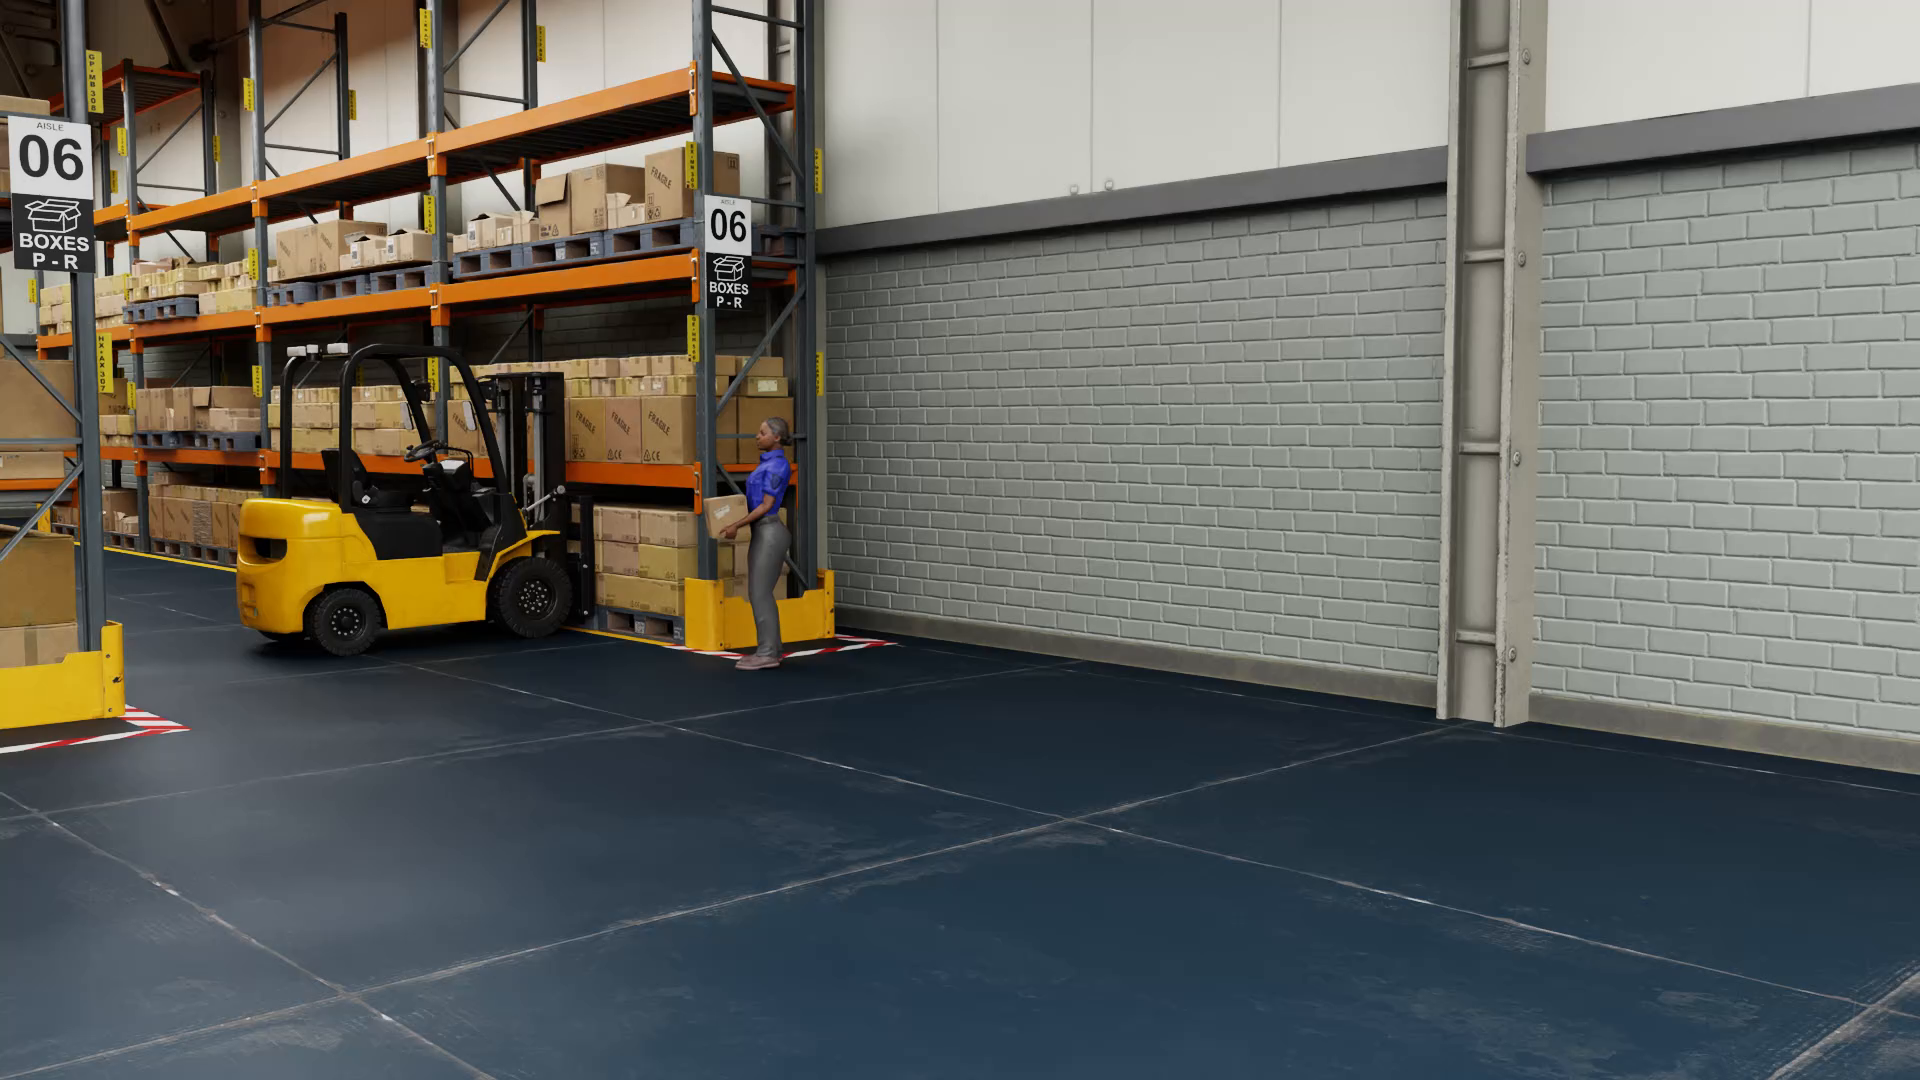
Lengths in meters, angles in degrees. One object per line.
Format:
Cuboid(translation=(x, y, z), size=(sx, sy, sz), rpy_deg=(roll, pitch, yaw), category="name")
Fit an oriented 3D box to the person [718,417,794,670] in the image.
Cuboid(translation=(-1.344, 0.017, 10.915), size=(0.516, 1.648, 0.451), rpy_deg=(-1, 4, -15), category="person")
